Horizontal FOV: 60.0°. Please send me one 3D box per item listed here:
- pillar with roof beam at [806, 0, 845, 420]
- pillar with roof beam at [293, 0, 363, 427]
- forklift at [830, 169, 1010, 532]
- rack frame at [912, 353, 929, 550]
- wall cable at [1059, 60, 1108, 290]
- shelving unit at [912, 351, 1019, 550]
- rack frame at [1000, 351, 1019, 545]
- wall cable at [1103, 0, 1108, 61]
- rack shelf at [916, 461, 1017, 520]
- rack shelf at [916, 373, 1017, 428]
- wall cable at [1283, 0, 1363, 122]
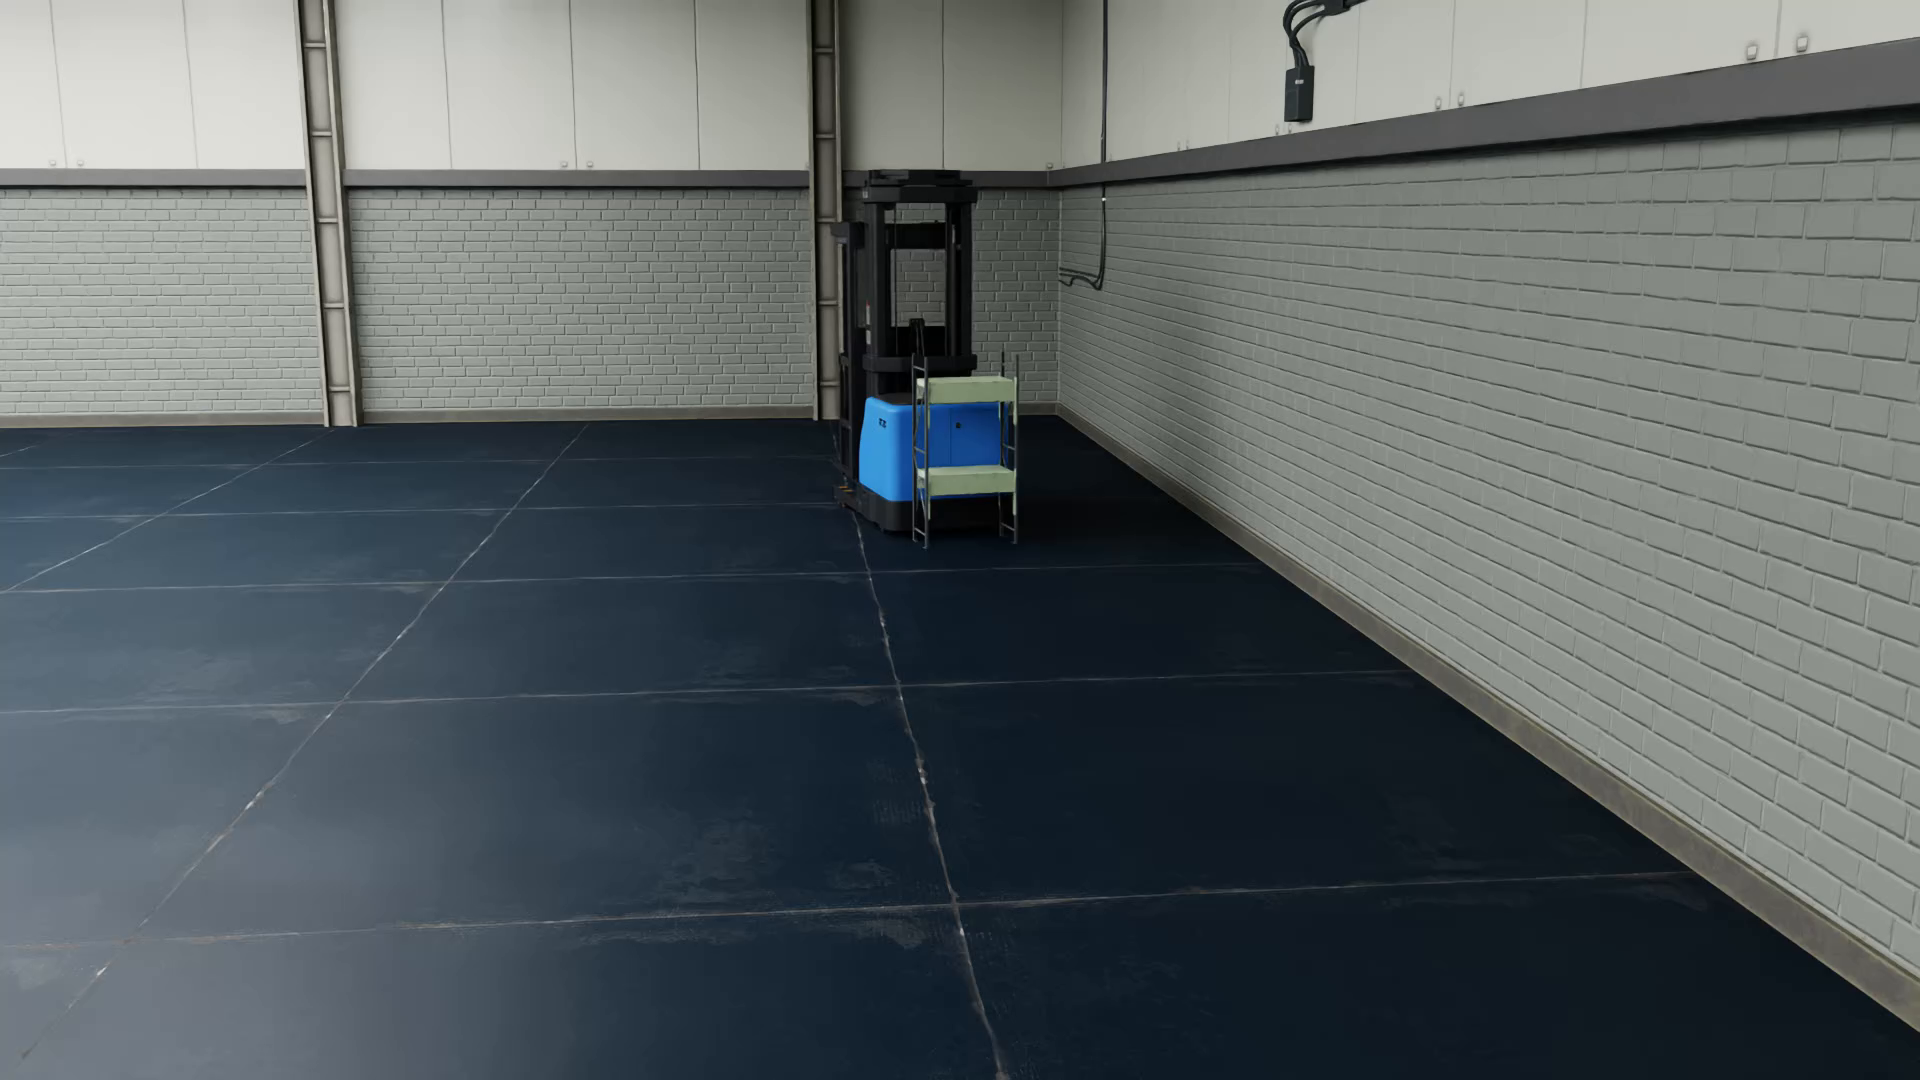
[{"bbox_3d":[-1.211,-5.142,16.196,0.400,9.000,9.100,-1,11,-6],"label":"pillar with roof beam"},{"bbox_3d":[-7.175,-5.017,15.560,0.400,9.000,9.100,-1,11,-6],"label":"pillar with roof beam"},{"bbox_3d":[-0.504,-1.742,14.633,1.130,2.935,3.031,-3,12,-16],"label":"forklift"},{"bbox_3d":[-0.310,-0.697,13.023,0.023,1.500,0.400,-3,12,-16],"label":"rack frame"},{"bbox_3d":[1.396,-4.252,19.717,0.112,2.526,3.097,-1,11,-6],"label":"wall cable"},{"bbox_3d":[0.041,-0.717,13.127,0.755,1.500,0.431,-3,12,-16],"label":"shelving unit"},{"bbox_3d":[0.391,-0.737,13.231,0.023,1.500,0.400,-3,12,-16],"label":"rack frame"},{"bbox_3d":[1.688,-6.211,16.591,0.112,2.526,3.097,-1,11,-6],"label":"wall cable"},{"bbox_3d":[0.040,-0.397,13.190,0.720,0.370,0.431,-3,12,-16],"label":"rack shelf"},{"bbox_3d":[0.041,-1.100,13.052,0.720,0.370,0.431,-3,12,-16],"label":"rack shelf"},{"bbox_3d":[2.406,-5.623,9.827,0.169,6.003,2.305,-1,11,-6],"label":"wall cable"}]
